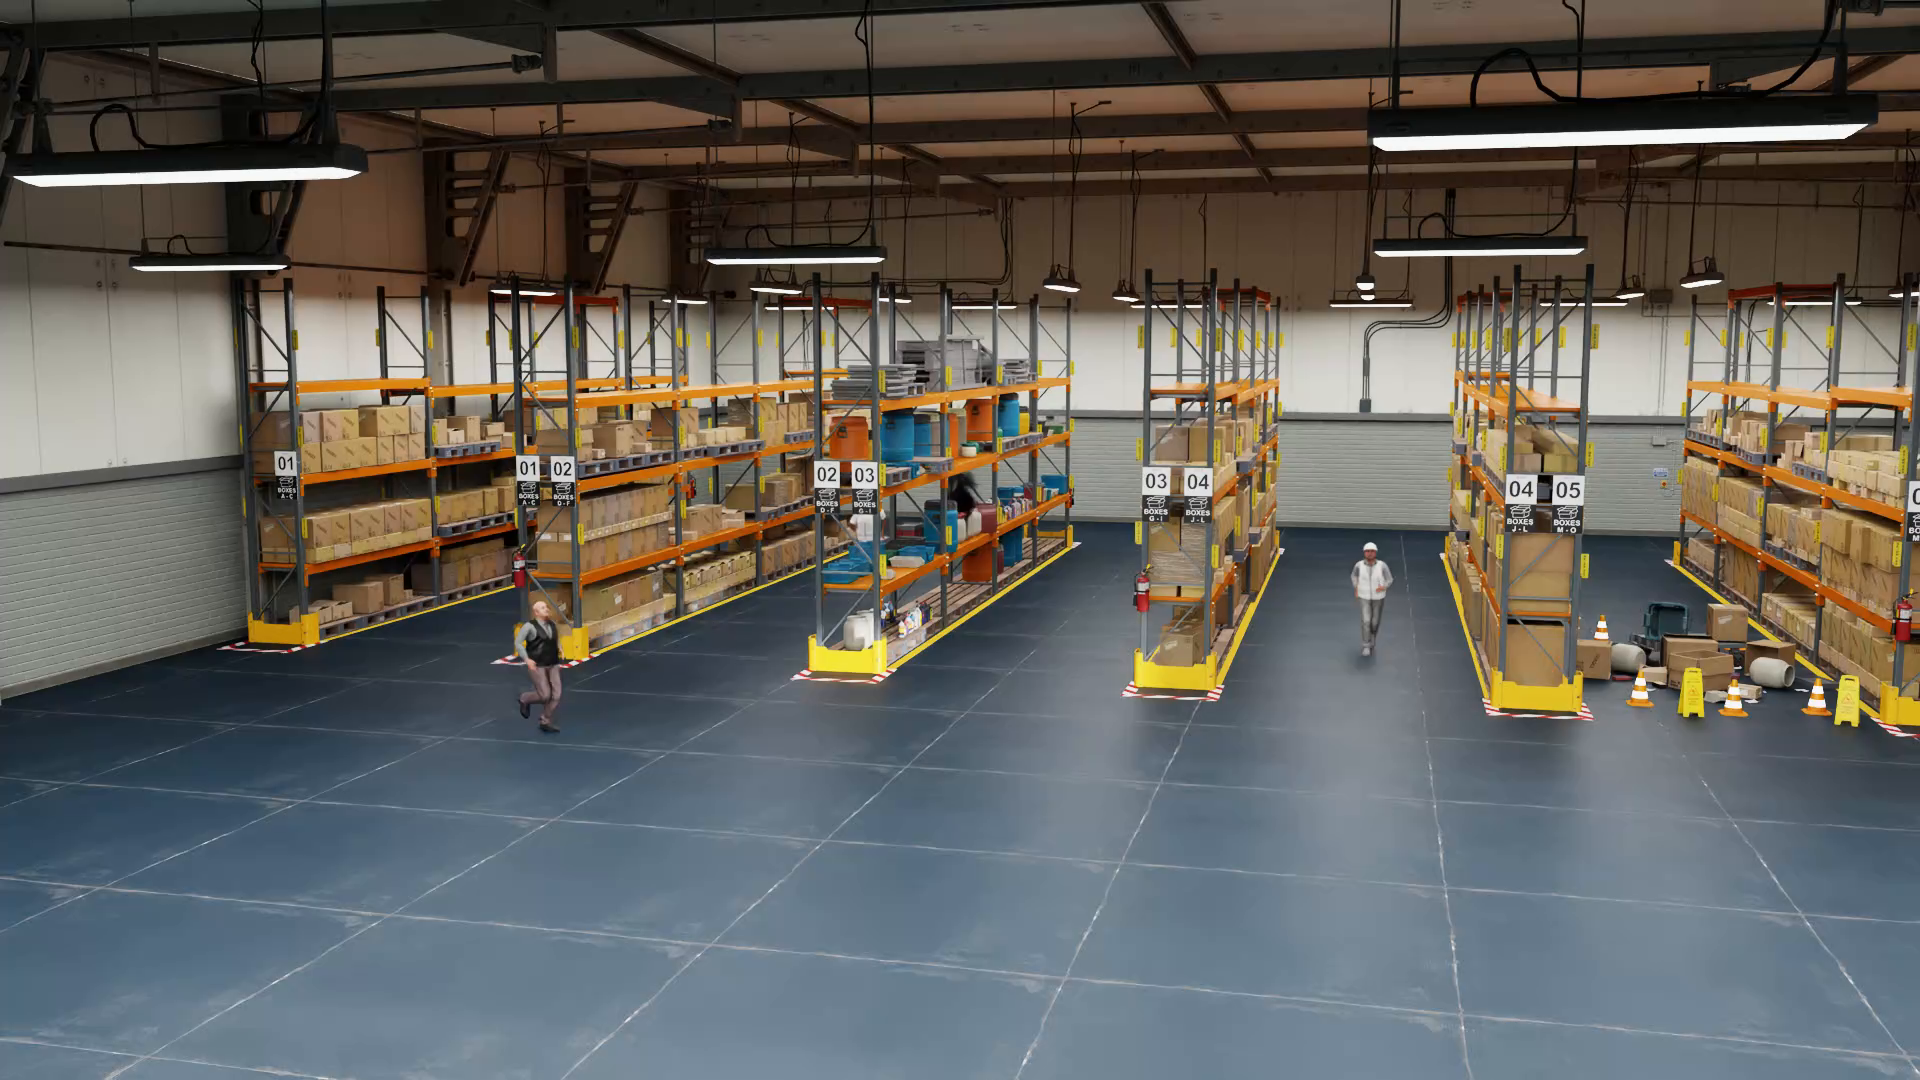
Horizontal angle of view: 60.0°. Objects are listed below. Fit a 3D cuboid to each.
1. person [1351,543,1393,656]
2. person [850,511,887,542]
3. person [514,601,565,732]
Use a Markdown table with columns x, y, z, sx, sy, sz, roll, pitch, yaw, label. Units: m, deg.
| x | y | z | sx | sy | sz | roll | pitch | yaw | label |
| --- | --- | --- | --- | --- | --- | --- | --- | --- | --- |
| 6.577 | 0.917 | 26.576 | 0.655 | 1.771 | 0.891 | 2 | 7 | 13 | person |
| -1.769 | 0.029 | 31.684 | 0.640 | 1.812 | 0.837 | 2 | 7 | 17 | person |
| -5.391 | 1.622 | 21.407 | 0.581 | 1.687 | 0.696 | 5 | 9 | 37 | person |
